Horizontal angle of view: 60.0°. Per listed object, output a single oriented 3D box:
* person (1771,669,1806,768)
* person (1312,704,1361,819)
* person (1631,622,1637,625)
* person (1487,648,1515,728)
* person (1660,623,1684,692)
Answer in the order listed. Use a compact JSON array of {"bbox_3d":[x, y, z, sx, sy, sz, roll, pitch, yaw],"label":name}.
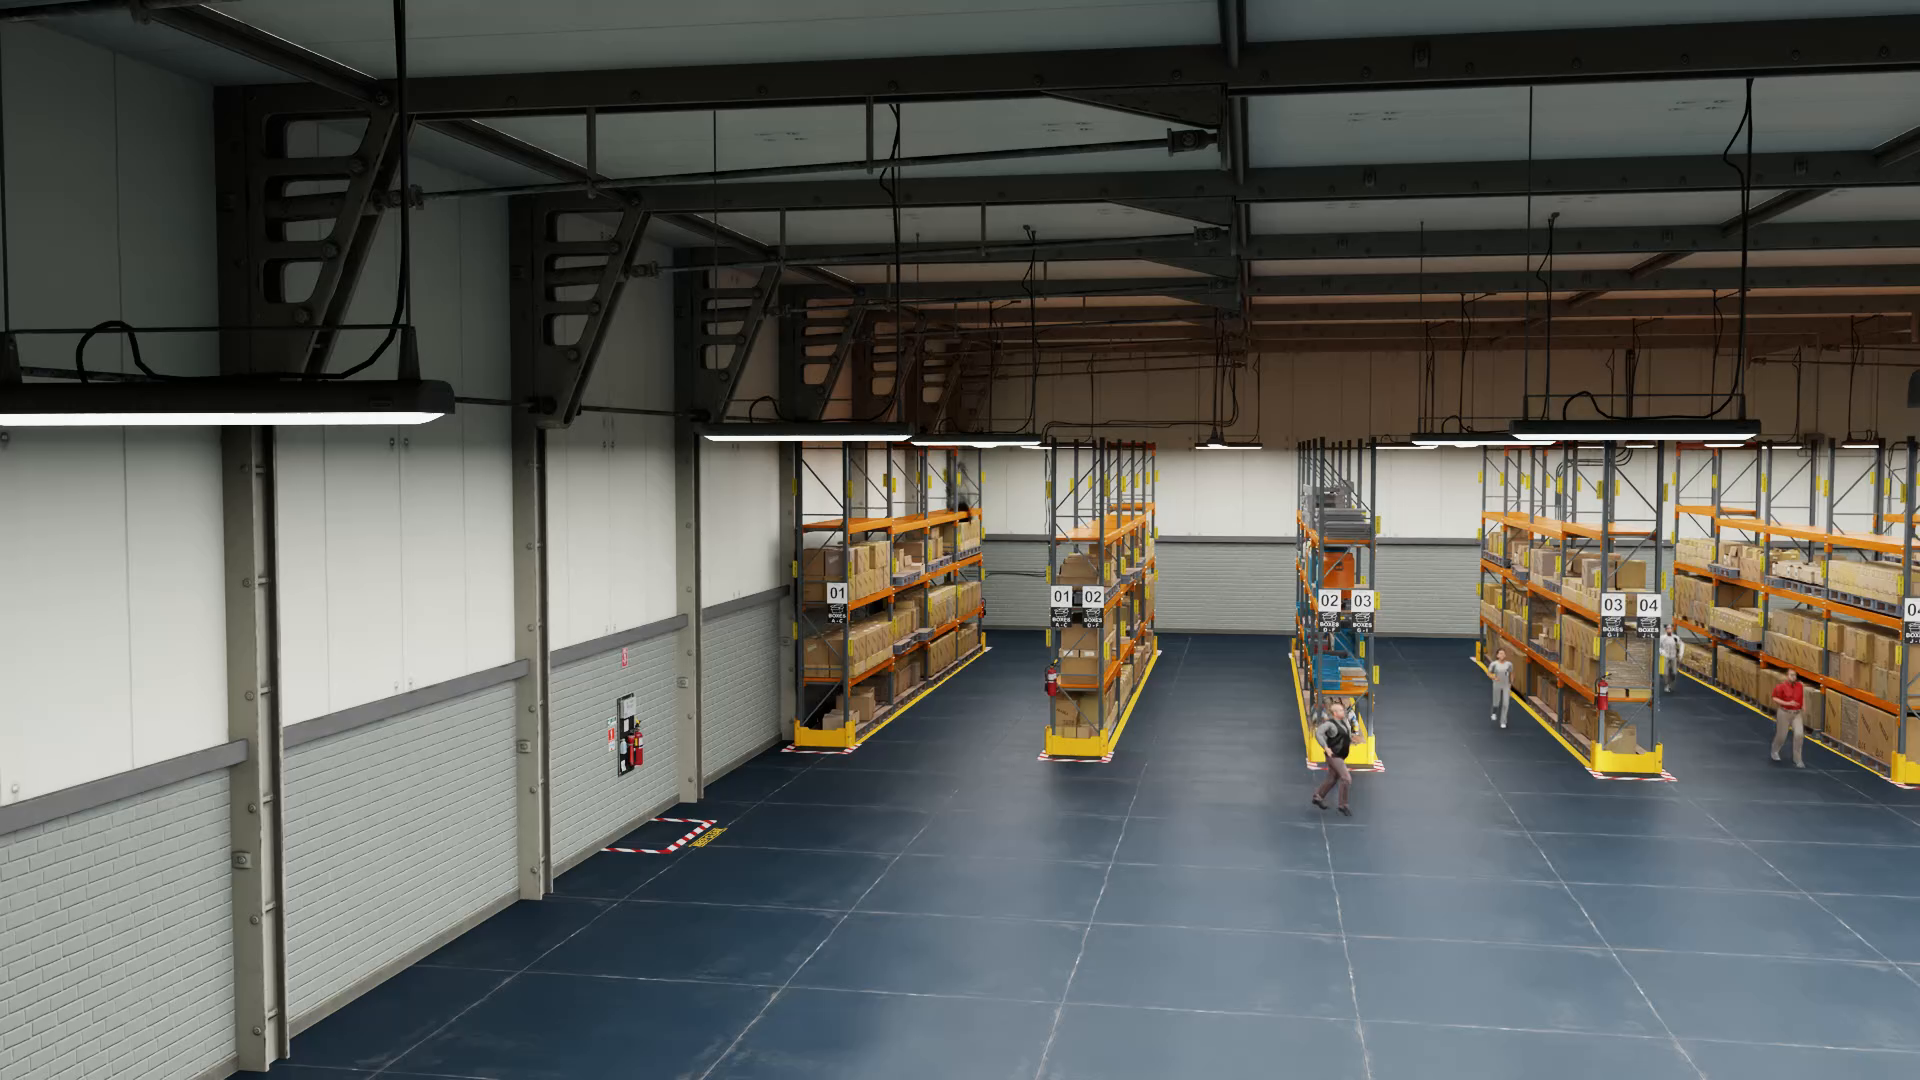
[{"bbox_3d":[15.184,3.259,30.462,0.678,1.803,0.796,0,3,-2],"label":"person"},{"bbox_3d":[5.928,3.478,26.246,0.794,1.784,0.641,2,4,31],"label":"person"},{"bbox_3d":[18.509,2.470,45.393,0.610,1.722,0.760,-1,3,-17],"label":"person"},{"bbox_3d":[11.284,3.070,34.646,0.574,1.632,0.788,0,3,7],"label":"person"},{"bbox_3d":[16.865,2.794,39.472,0.659,1.646,0.553,1,3,15],"label":"person"}]
